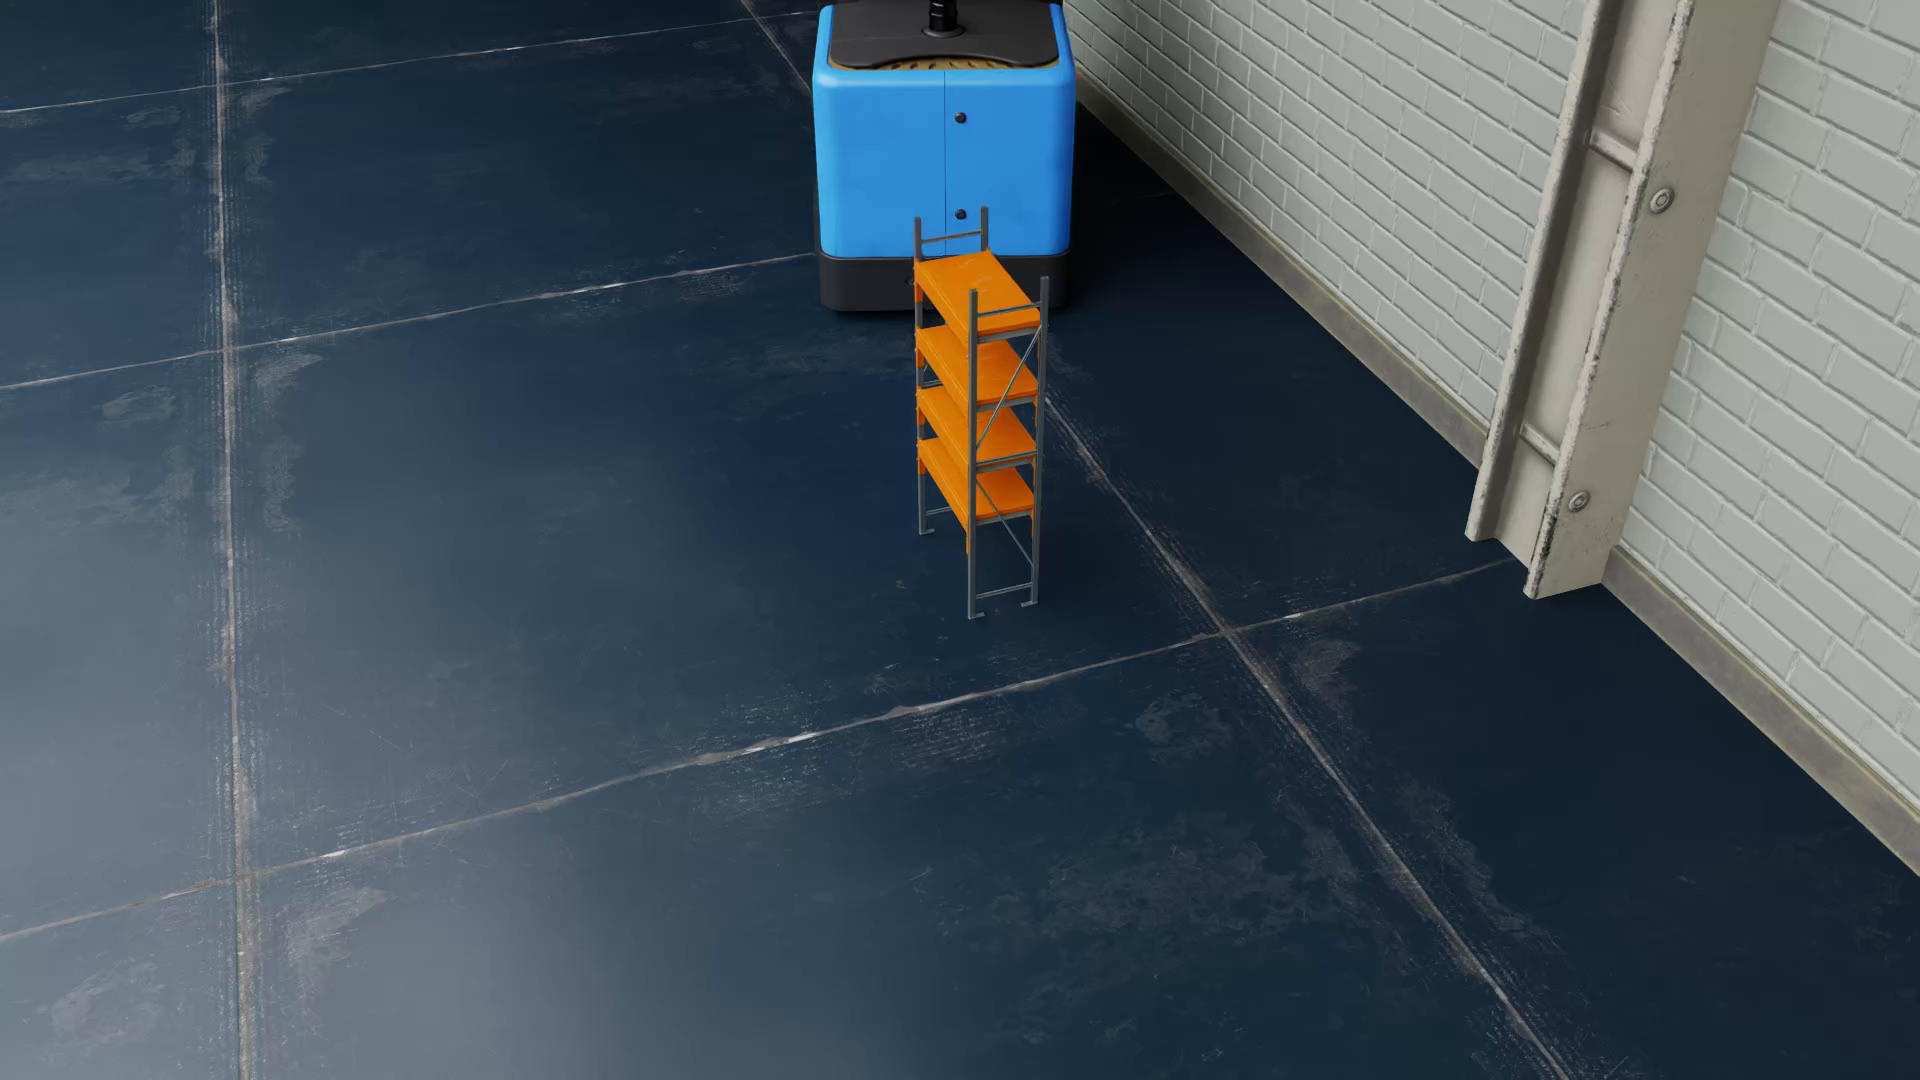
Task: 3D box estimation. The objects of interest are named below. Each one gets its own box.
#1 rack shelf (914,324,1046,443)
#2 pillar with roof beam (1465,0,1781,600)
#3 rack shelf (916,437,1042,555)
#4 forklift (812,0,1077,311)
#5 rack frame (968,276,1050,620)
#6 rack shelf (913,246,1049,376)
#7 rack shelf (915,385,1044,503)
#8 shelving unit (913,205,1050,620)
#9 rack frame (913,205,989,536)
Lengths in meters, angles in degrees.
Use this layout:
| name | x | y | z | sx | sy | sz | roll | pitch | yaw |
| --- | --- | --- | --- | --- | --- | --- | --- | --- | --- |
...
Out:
| name | x | y | z | sx | sy | sz | roll | pitch | yaw |
| --- | --- | --- | --- | --- | --- | --- | --- | --- | --- |
| rack shelf | 0.057 | -0.511 | 5.171 | 0.258 | 0.148 | 0.480 | -12 | 39 | -16 |
| pillar with roof beam | -2.078 | -2.649 | 1.787 | 9.100 | 9.000 | 0.400 | -12 | 39 | -16 |
| rack shelf | 0.057 | -0.173 | 5.425 | 0.258 | 0.148 | 0.480 | -12 | 39 | -16 |
| forklift | -0.094 | -2.979 | 7.268 | 1.130 | 2.935 | 3.031 | -1 | 37 | -1 |
| rack frame | 0.141 | -0.248 | 5.082 | 0.240 | 1.200 | 0.015 | -12 | 39 | -16 |
| rack shelf | 0.057 | -0.700 | 5.028 | 0.258 | 0.148 | 0.480 | -12 | 39 | -16 |
| rack shelf | 0.057 | -0.332 | 5.305 | 0.258 | 0.148 | 0.480 | -12 | 39 | -16 |
| shelving unit | 0.057 | -0.386 | 5.265 | 0.258 | 1.200 | 0.503 | -12 | 39 | -16 |
| rack frame | -0.027 | -0.524 | 5.448 | 0.240 | 1.200 | 0.015 | -12 | 39 | -16 |
